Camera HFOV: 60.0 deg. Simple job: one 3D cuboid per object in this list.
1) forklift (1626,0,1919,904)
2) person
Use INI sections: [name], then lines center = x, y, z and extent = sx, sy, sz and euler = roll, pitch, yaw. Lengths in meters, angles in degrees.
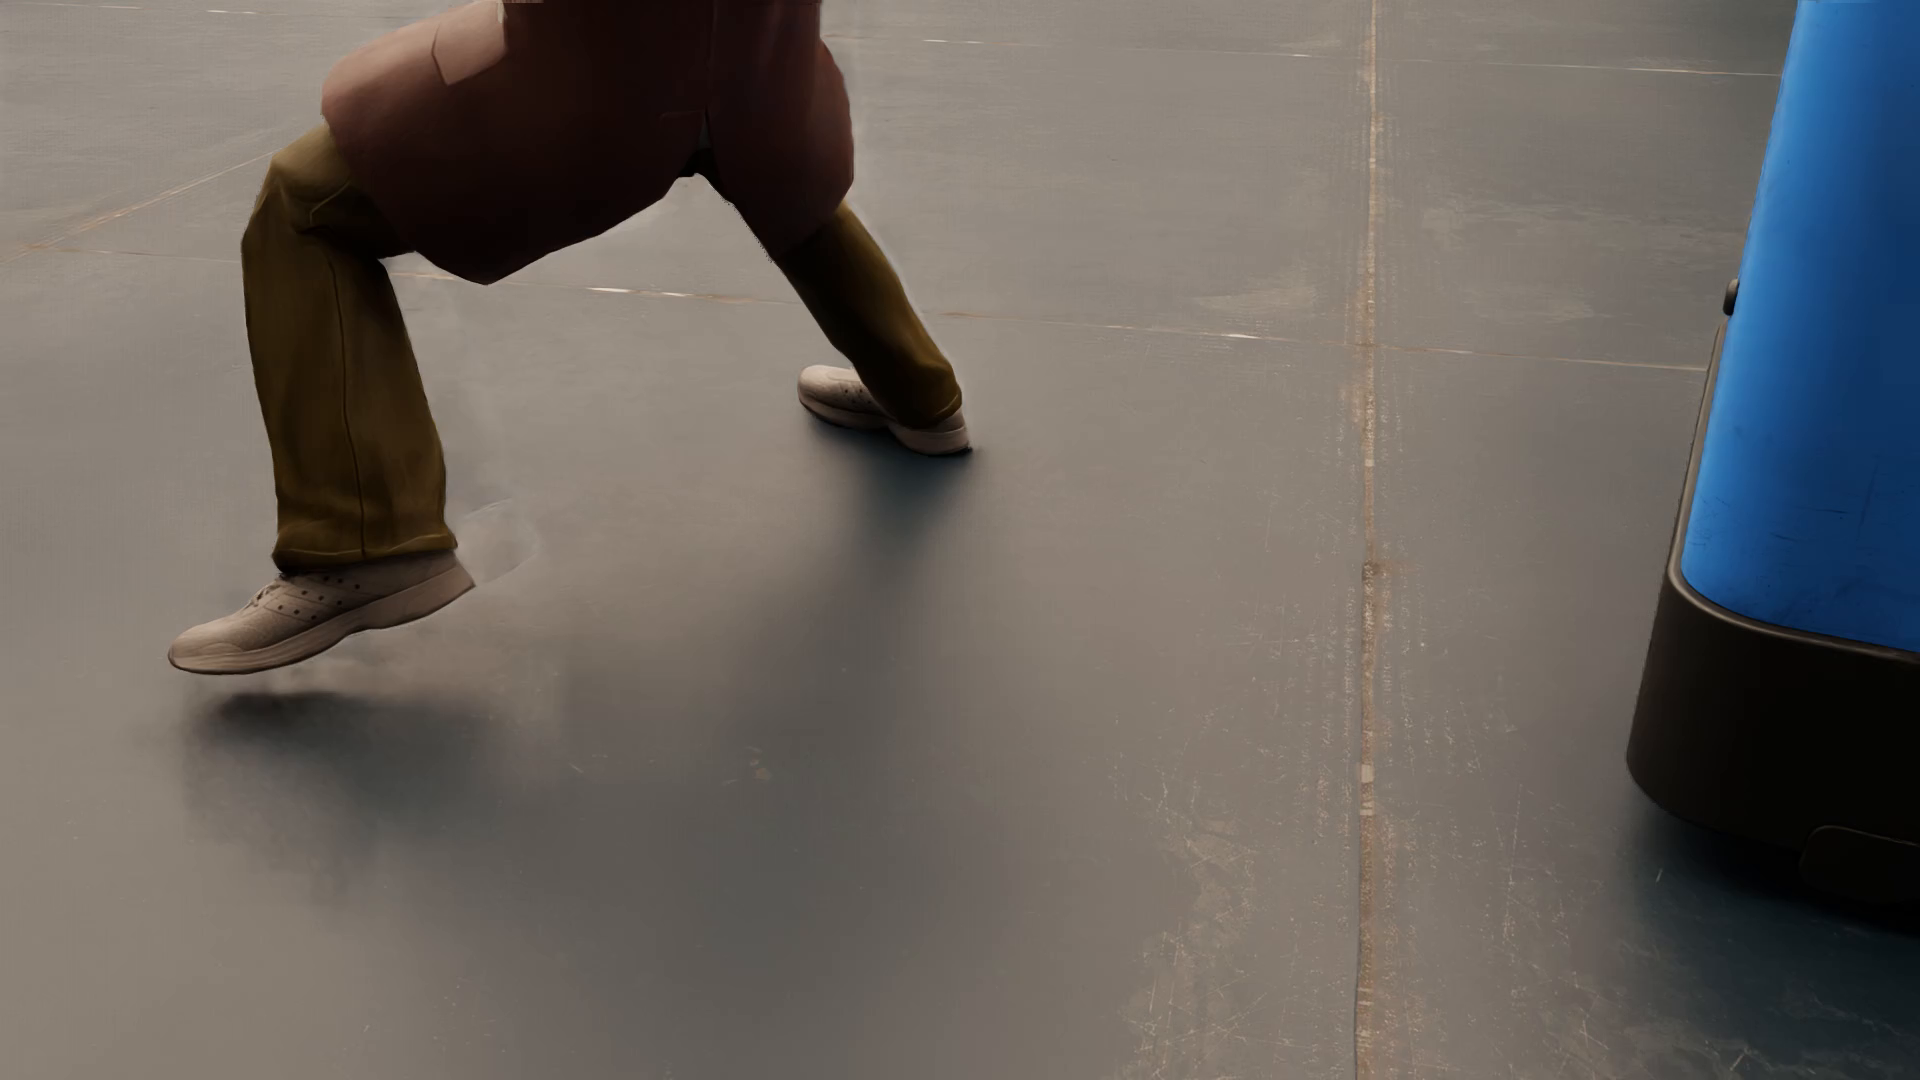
[forklift]
center = 2.294, -0.878, 0.987
extent = 3.031, 2.935, 1.130
euler = 12, 29, 23
[person]
center = -0.512, -0.687, 2.152
extent = 1.279, 1.538, 0.709
euler = -16, 31, -28
